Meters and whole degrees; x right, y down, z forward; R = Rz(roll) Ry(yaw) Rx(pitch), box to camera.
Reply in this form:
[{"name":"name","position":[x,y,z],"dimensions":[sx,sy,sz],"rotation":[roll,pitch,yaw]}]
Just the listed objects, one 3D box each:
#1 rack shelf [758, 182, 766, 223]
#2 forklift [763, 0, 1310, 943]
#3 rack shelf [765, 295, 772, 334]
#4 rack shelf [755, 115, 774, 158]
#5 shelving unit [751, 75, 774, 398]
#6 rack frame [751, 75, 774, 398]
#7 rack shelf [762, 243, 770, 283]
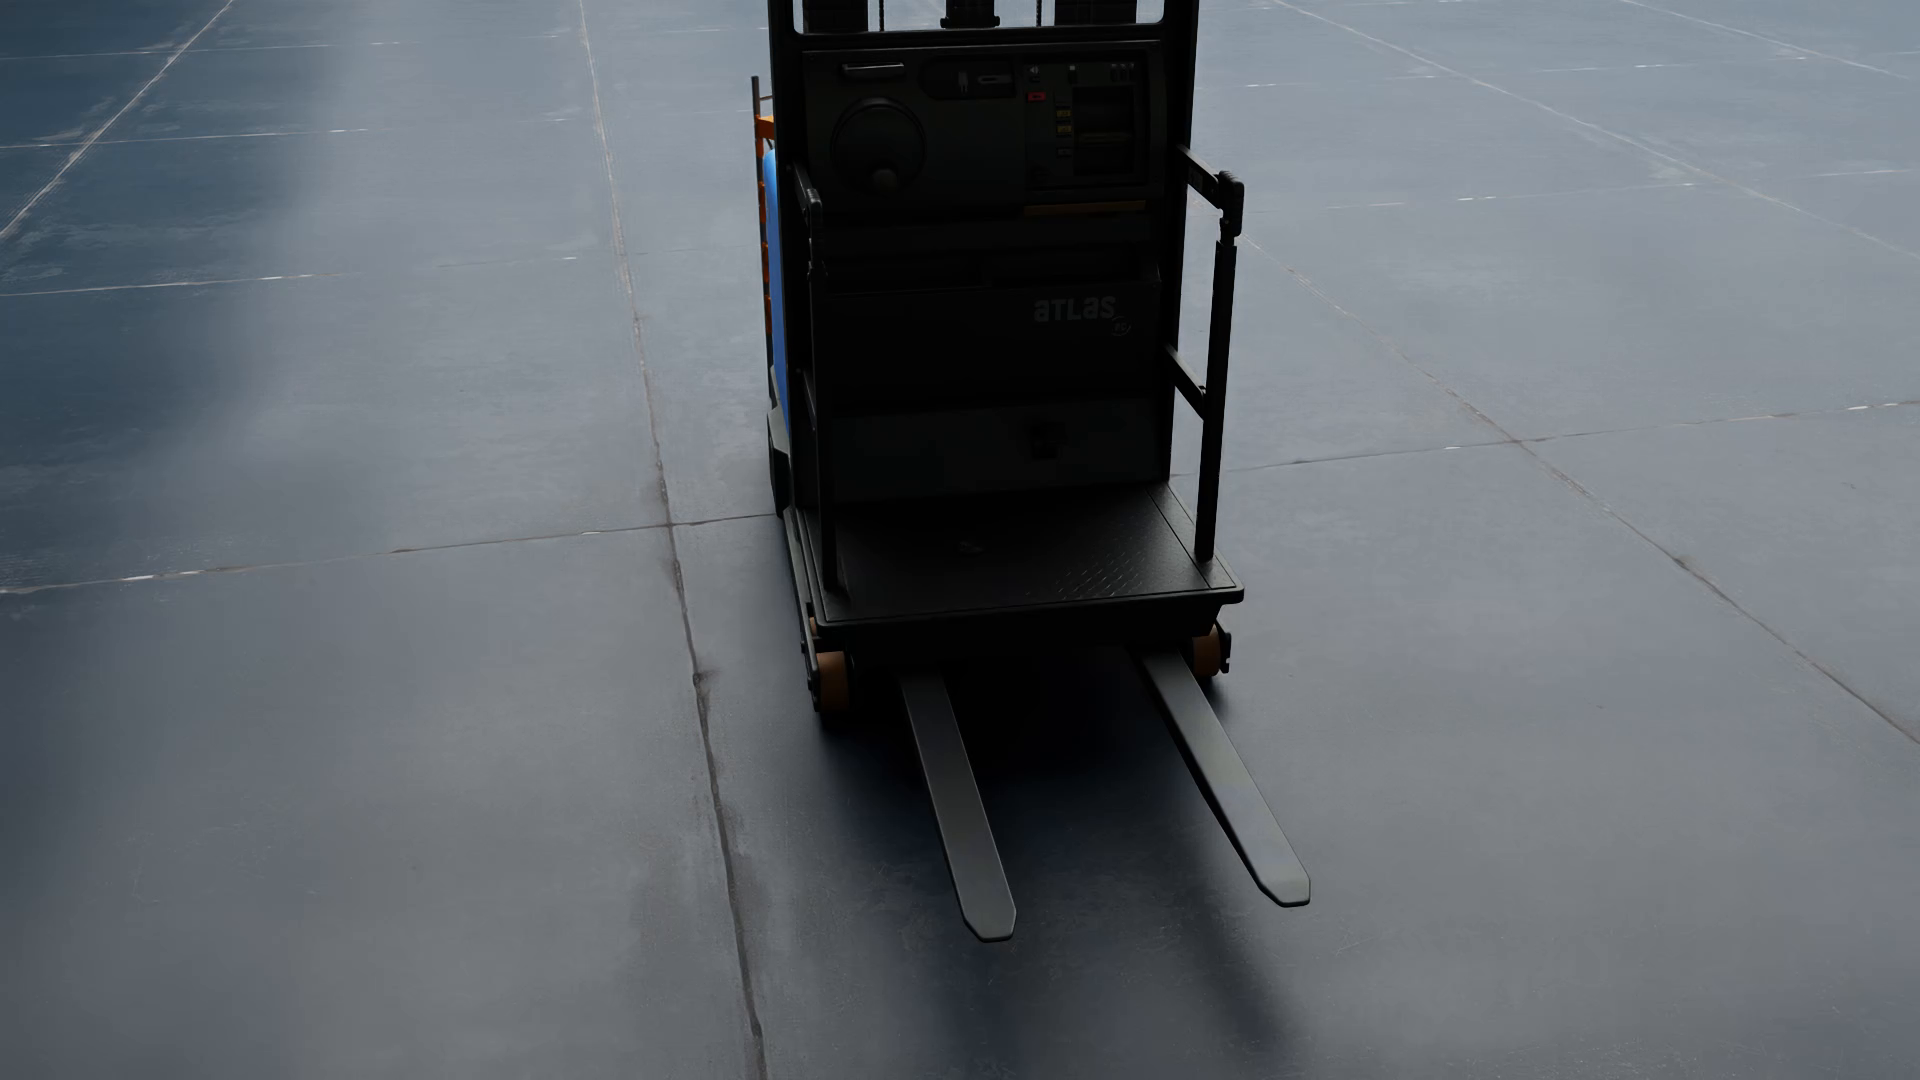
[{"name":"rack shelf","position":[-0.459,-1.183,5.914],"dimensions":[0.480,0.148,0.258],"rotation":[22,34,37]},{"name":"forklift","position":[0.108,-1.031,4.040],"dimensions":[1.130,2.935,3.031],"rotation":[-5,27,-9]},{"name":"rack shelf","position":[-0.459,-0.806,6.105],"dimensions":[0.480,0.148,0.258],"rotation":[22,34,37]},{"name":"rack shelf","position":[-0.459,-1.394,5.808],"dimensions":[0.480,0.148,0.258],"rotation":[22,34,37]},{"name":"shelving unit","position":[-0.459,-1.043,5.985],"dimensions":[0.503,1.200,0.258],"rotation":[22,34,37]},{"name":"rack frame","position":[-0.641,-1.116,6.130],"dimensions":[0.015,1.200,0.240],"rotation":[22,34,37]},{"name":"rack shelf","position":[-0.459,-0.983,6.015],"dimensions":[0.480,0.148,0.258],"rotation":[22,34,37]}]
